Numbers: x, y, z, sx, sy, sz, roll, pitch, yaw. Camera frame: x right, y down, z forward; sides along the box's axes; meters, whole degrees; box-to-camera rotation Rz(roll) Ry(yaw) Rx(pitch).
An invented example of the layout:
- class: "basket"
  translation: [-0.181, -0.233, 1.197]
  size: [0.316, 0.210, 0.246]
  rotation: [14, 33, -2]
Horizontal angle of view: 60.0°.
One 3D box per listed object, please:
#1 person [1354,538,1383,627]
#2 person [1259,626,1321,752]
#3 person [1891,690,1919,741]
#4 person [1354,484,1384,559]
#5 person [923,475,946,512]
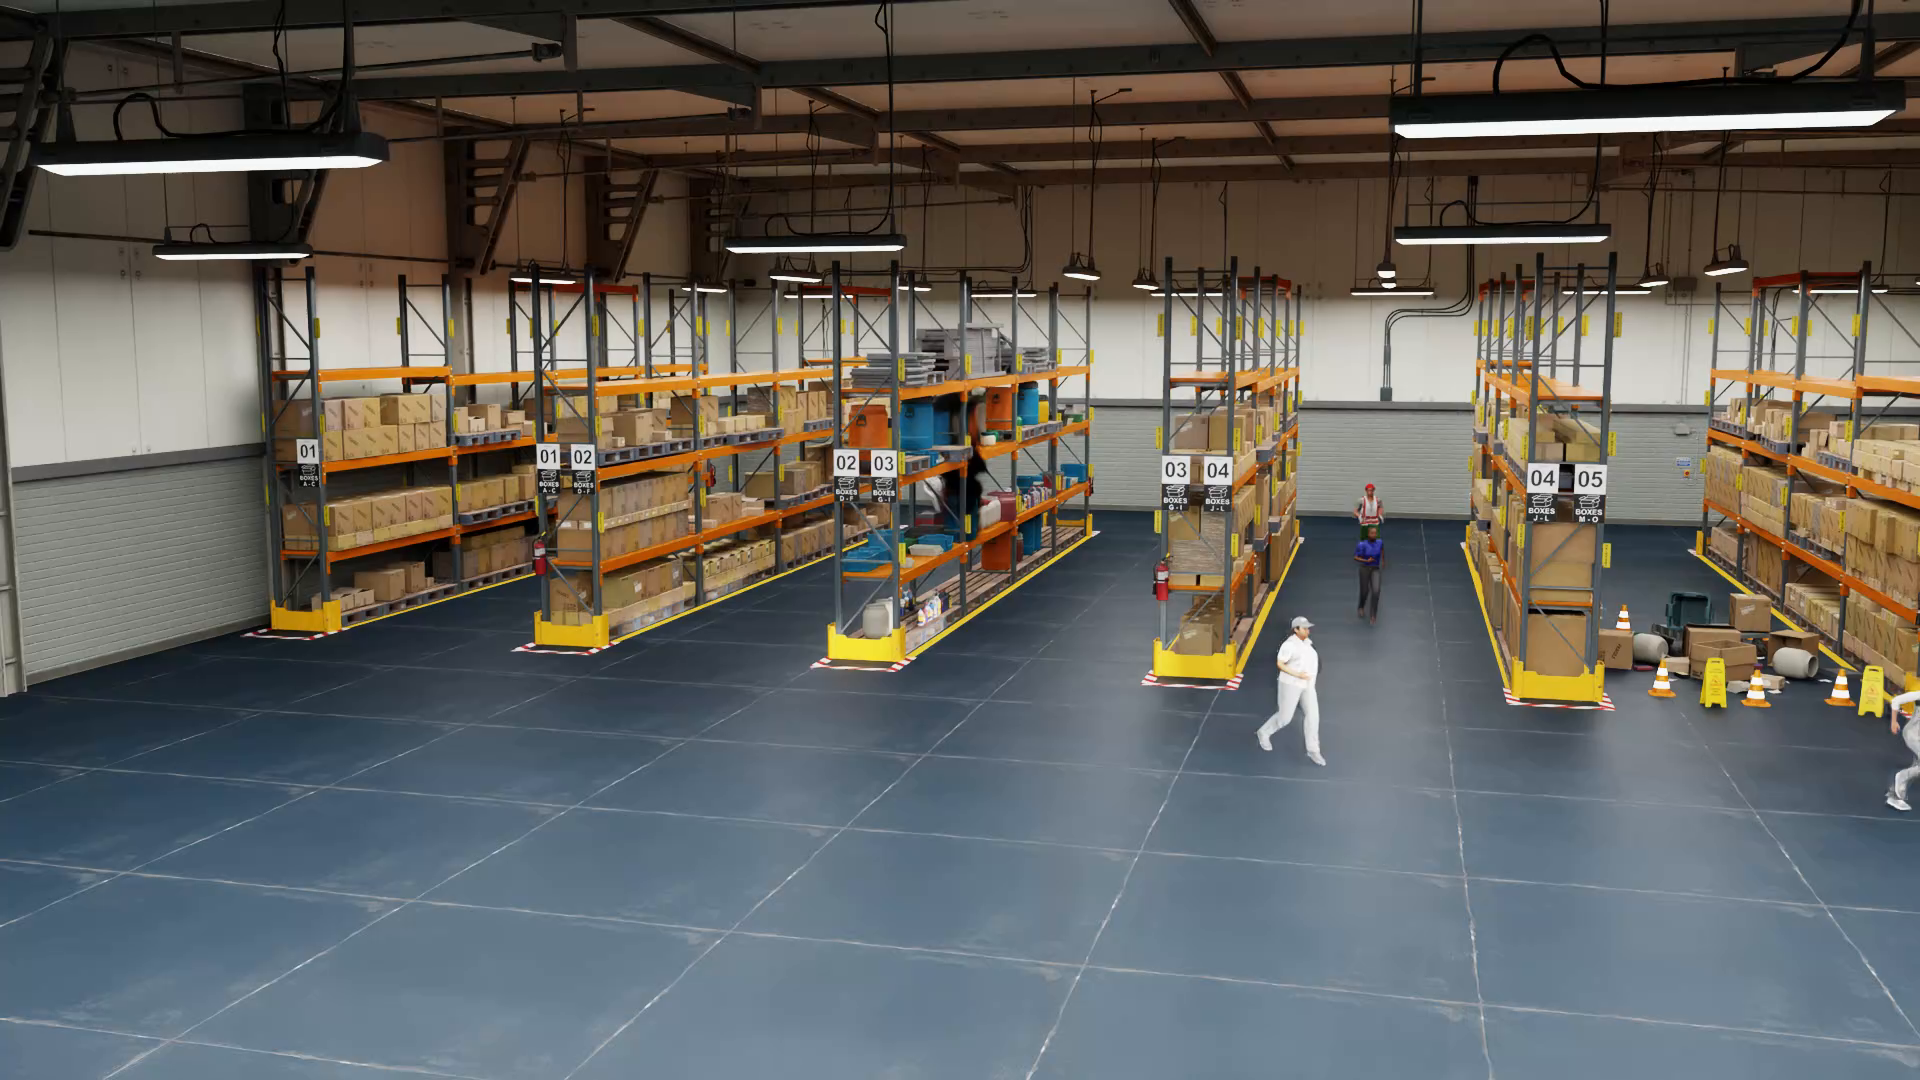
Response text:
- class: "person"
  translation: [6.982, 0.689, 28.449]
  size: [0.552, 1.499, 0.916]
  rotation: [0, 7, -4]
- class: "person"
  translation: [3.908, 1.680, 19.447]
  size: [0.611, 1.553, 0.790]
  rotation: [-6, 9, -37]
- class: "person"
  translation: [9.970, 1.715, 17.046]
  size: [0.524, 0.769, 0.600]
  rotation: [-4, 8, -26]
- class: "person"
  translation: [8.624, -0.306, 35.016]
  size: [0.657, 1.771, 0.810]
  rotation: [0, 7, 2]
- class: "person"
  translation: [-0.614, -1.083, 41.643]
  size: [0.621, 1.641, 0.621]
  rotation: [-3, 8, -20]
